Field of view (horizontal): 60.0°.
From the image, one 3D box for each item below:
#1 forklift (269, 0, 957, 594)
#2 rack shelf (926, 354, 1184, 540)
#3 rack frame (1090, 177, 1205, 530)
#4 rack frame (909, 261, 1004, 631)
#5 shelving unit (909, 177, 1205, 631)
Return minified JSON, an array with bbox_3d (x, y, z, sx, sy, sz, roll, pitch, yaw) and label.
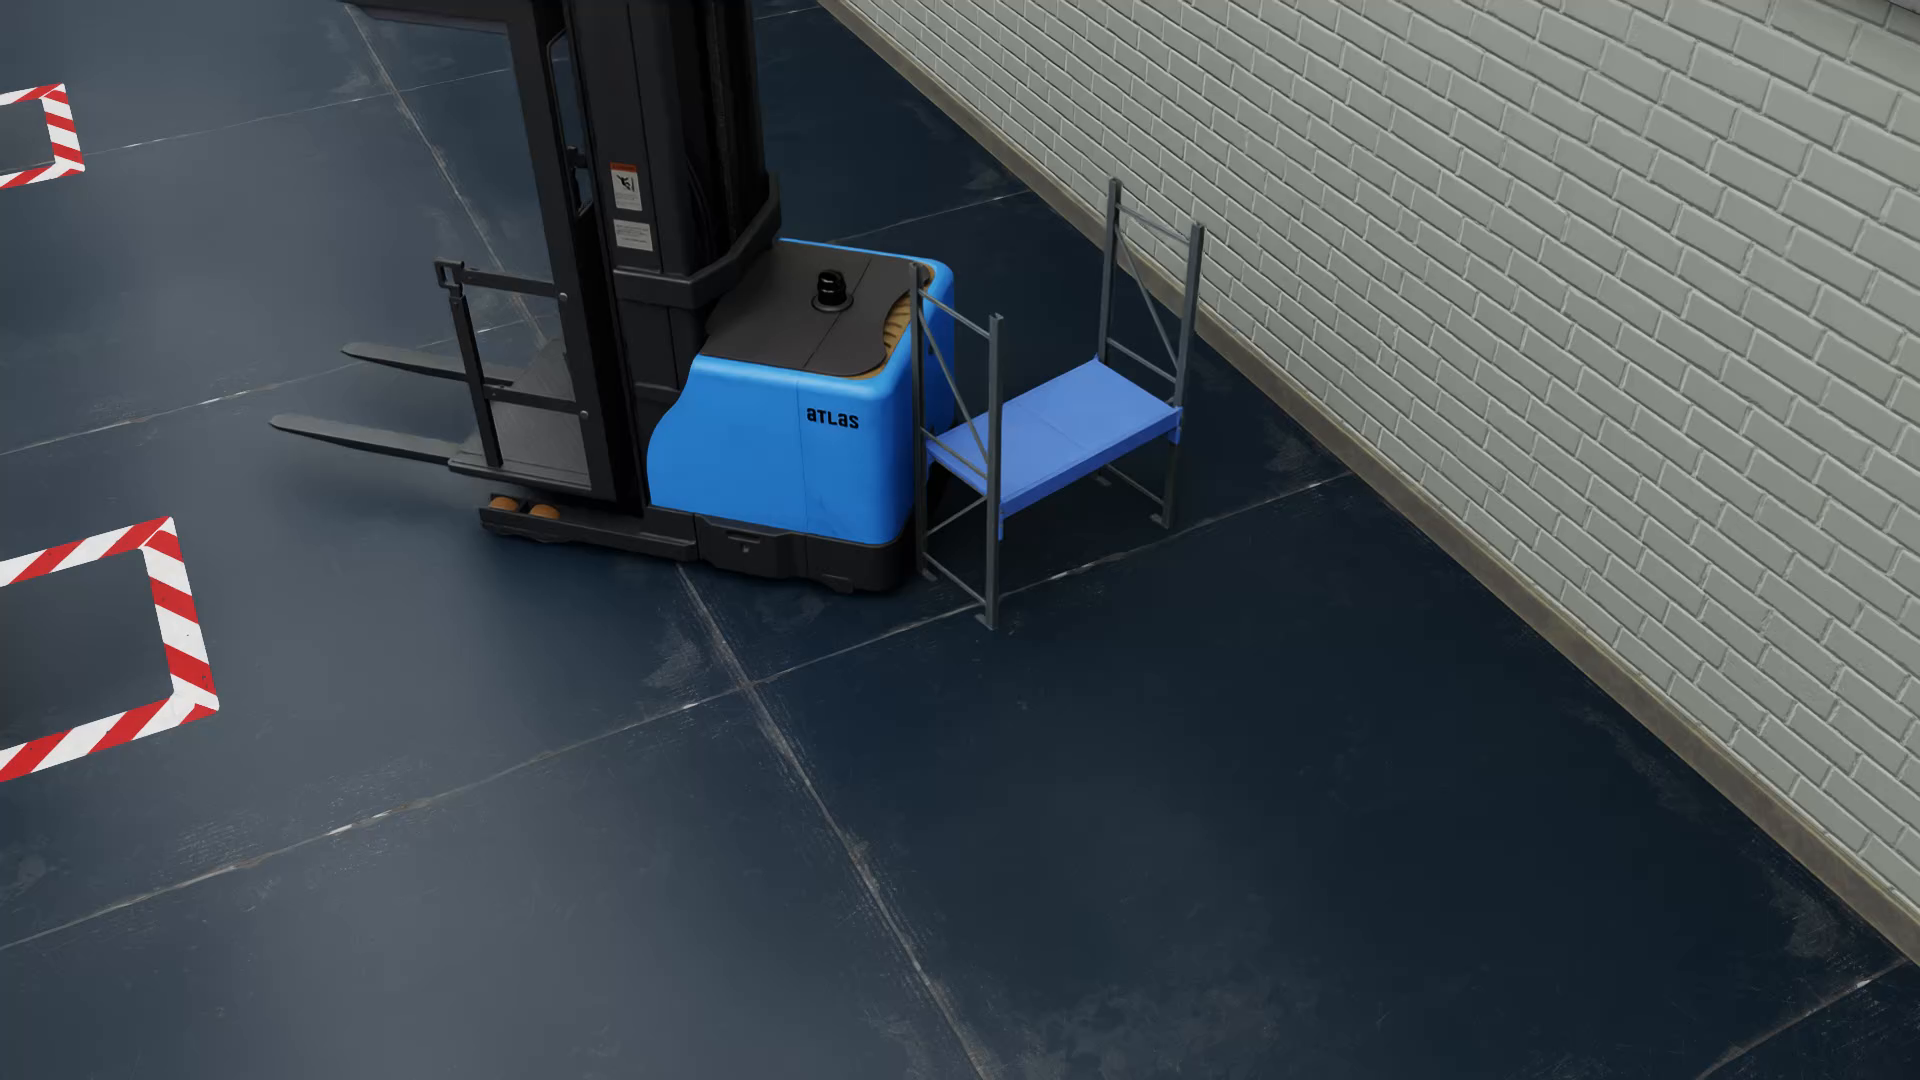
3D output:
[{"bbox_3d":[-1.587,-1.424,6.664,3.031,2.935,1.130,10,41,12],"label":"forklift"},{"bbox_3d":[0.374,-0.401,6.841,1.000,0.185,0.538,-28,48,-29],"label":"rack shelf"},{"bbox_3d":[0.765,-0.748,6.973,0.032,1.500,0.500,-28,48,-29],"label":"rack frame"},{"bbox_3d":[-0.016,-0.328,6.476,0.032,1.500,0.500,-28,48,-29],"label":"rack frame"},{"bbox_3d":[0.374,-0.538,6.725,1.048,1.500,0.538,-28,48,-29],"label":"shelving unit"}]
